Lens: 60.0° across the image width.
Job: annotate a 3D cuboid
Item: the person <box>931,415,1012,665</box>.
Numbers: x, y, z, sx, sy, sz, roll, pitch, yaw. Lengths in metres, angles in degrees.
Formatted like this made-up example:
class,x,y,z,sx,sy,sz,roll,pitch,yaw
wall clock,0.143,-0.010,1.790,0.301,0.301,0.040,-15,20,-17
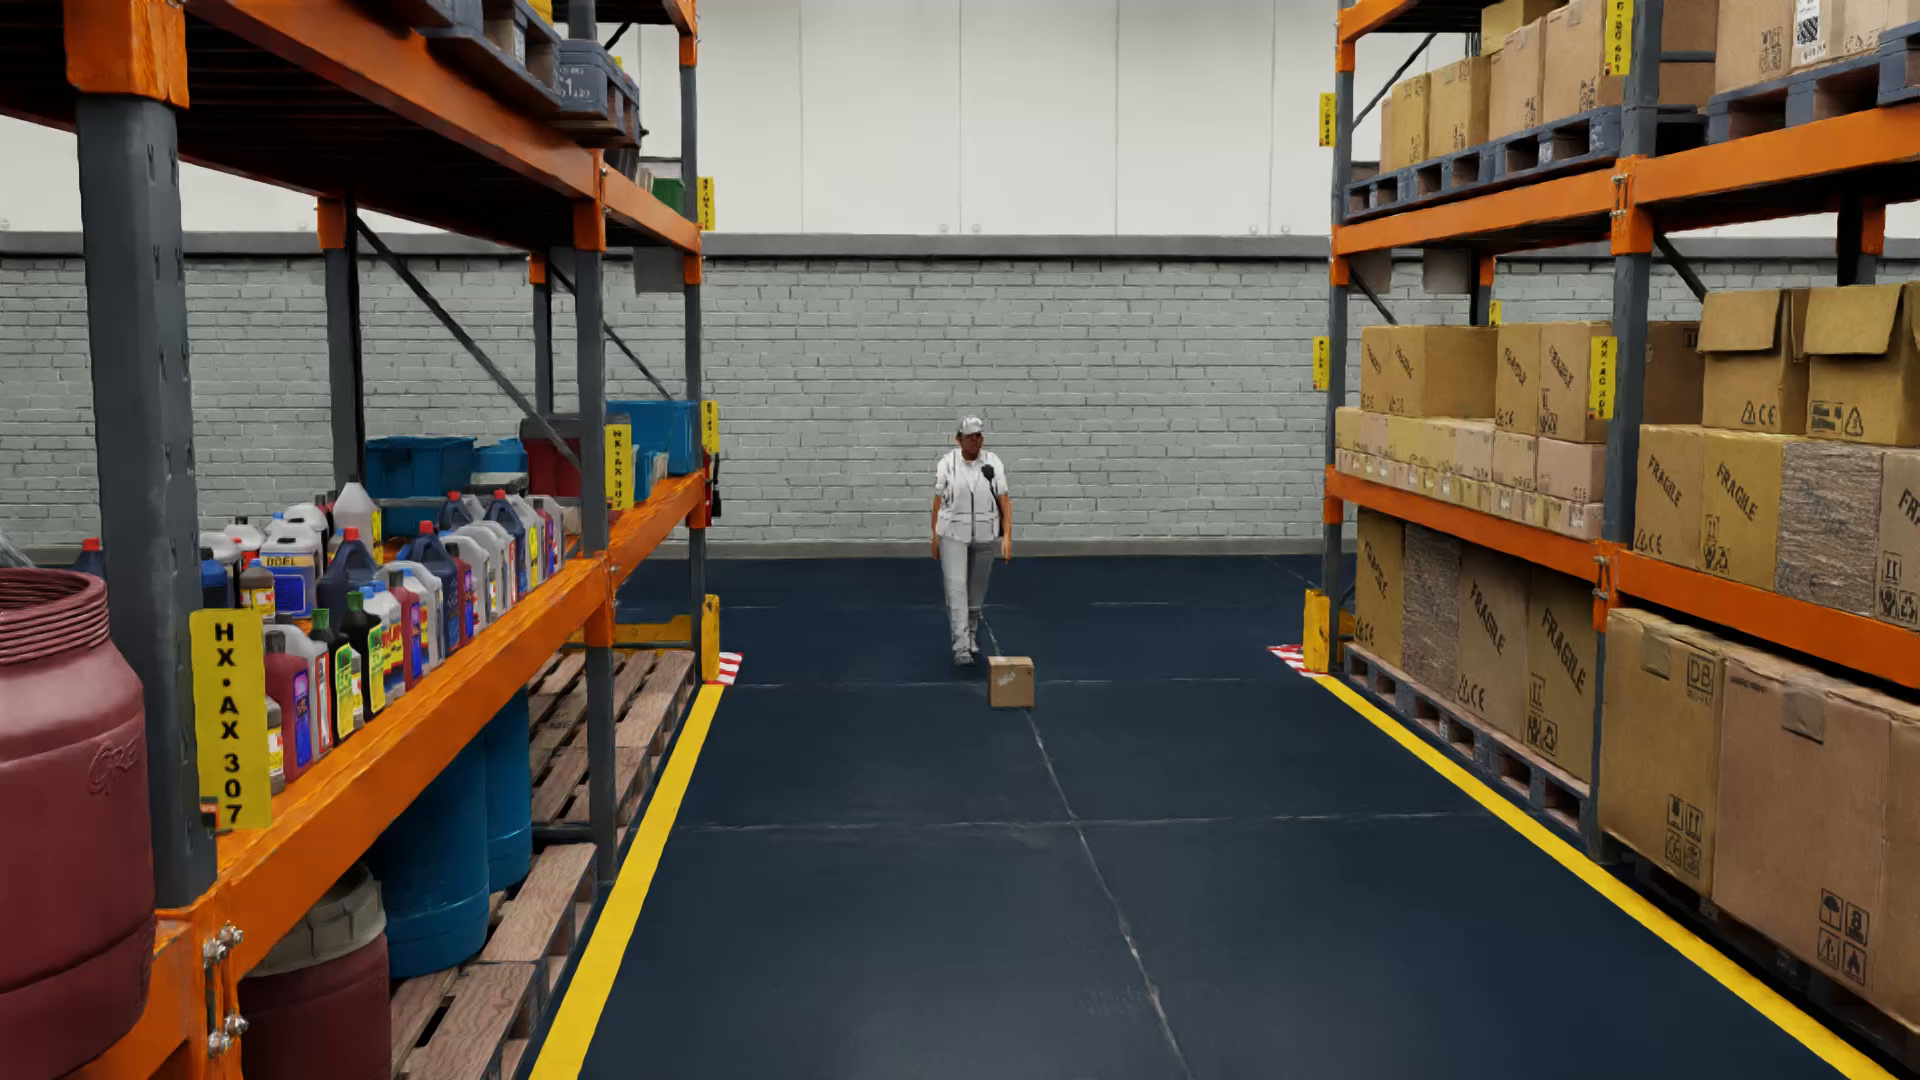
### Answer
class,x,y,z,sx,sy,sz,roll,pitch,yaw
person,0.097,-0.013,10.854,0.497,1.606,0.923,-1,7,-12
